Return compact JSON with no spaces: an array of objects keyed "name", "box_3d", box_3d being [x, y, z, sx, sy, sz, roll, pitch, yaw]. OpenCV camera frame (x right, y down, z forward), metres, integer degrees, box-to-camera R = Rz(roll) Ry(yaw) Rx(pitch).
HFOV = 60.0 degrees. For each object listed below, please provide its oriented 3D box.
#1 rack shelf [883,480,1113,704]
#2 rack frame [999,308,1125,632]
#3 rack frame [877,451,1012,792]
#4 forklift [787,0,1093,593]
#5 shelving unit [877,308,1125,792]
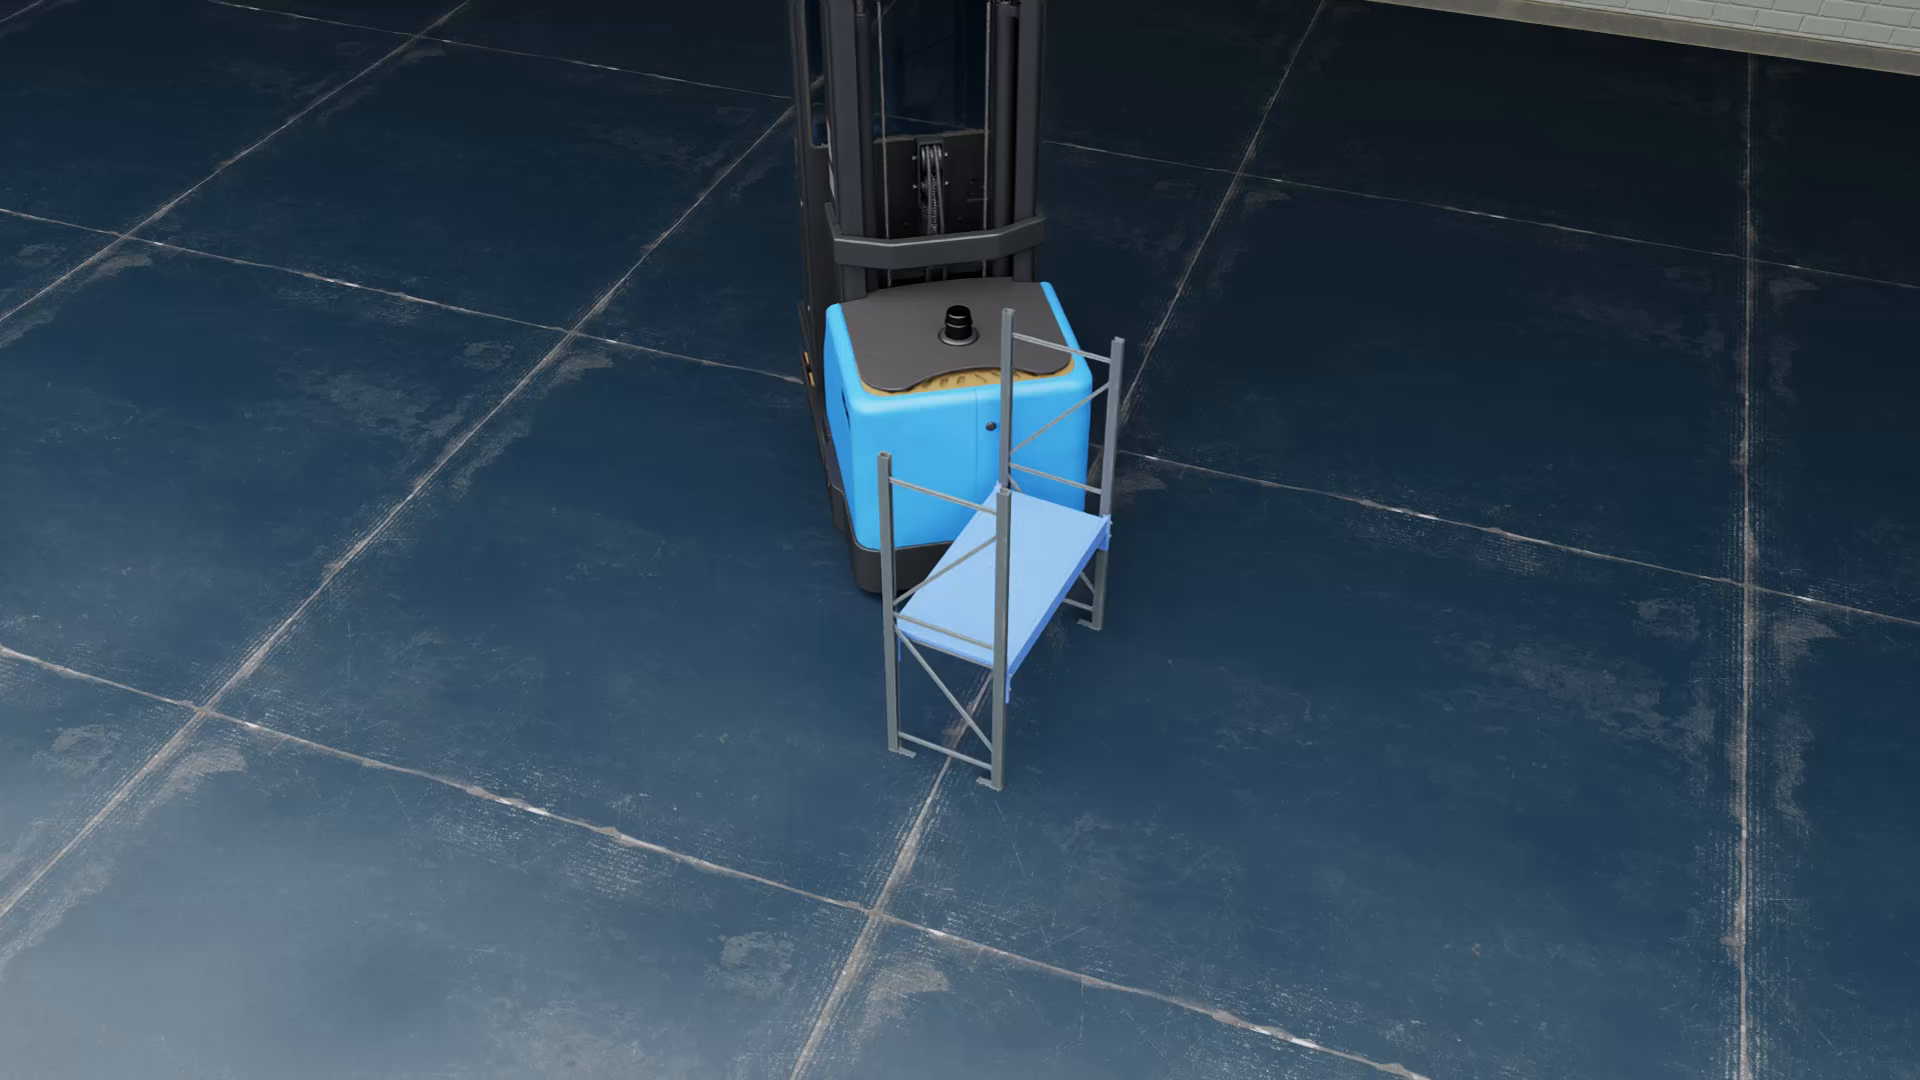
[{"name":"rack shelf","box_3d":[0.168,0.182,6.611,0.538,0.185,1.000,18,44,20]},{"name":"rack frame","box_3d":[0.393,-0.250,6.842,0.500,1.500,0.032,18,44,20]},{"name":"rack frame","box_3d":[-0.056,0.341,6.148,0.500,1.500,0.032,18,44,20]},{"name":"forklift","box_3d":[-0.224,-1.845,7.608,1.130,2.935,3.031,-7,41,-9]},{"name":"shelving unit","box_3d":[0.168,0.045,6.495,0.538,1.500,1.048,18,44,20]}]
